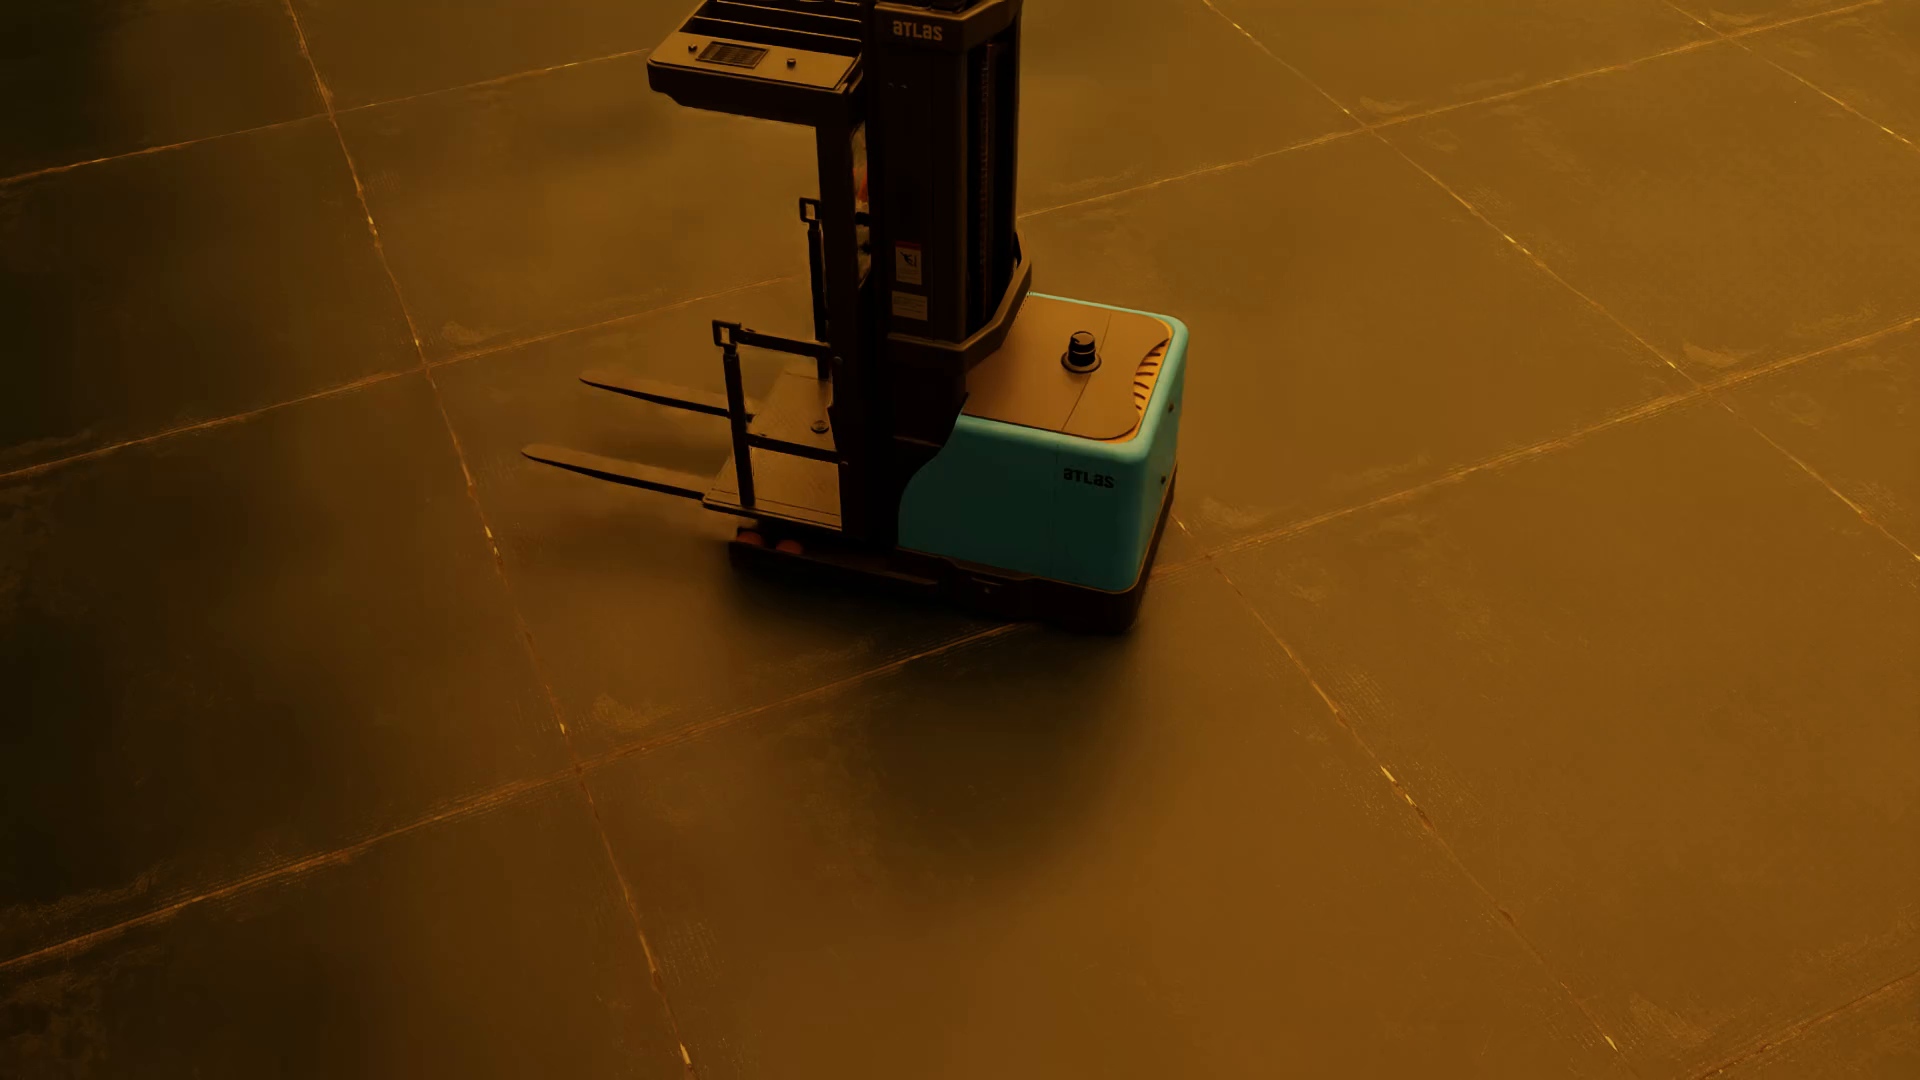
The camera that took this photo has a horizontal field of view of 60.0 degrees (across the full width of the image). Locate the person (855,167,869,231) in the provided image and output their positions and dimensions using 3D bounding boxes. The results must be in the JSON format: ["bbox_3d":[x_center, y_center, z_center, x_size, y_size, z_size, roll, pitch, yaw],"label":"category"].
[{"bbox_3d":[-0.343,-1.994,8.890,0.685,1.542,0.952,-8,44,-9],"label":"person"}]

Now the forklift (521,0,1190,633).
[{"bbox_3d":[-0.554,-1.241,7.010,3.031,2.935,1.130,12,44,12],"label":"forklift"}]
